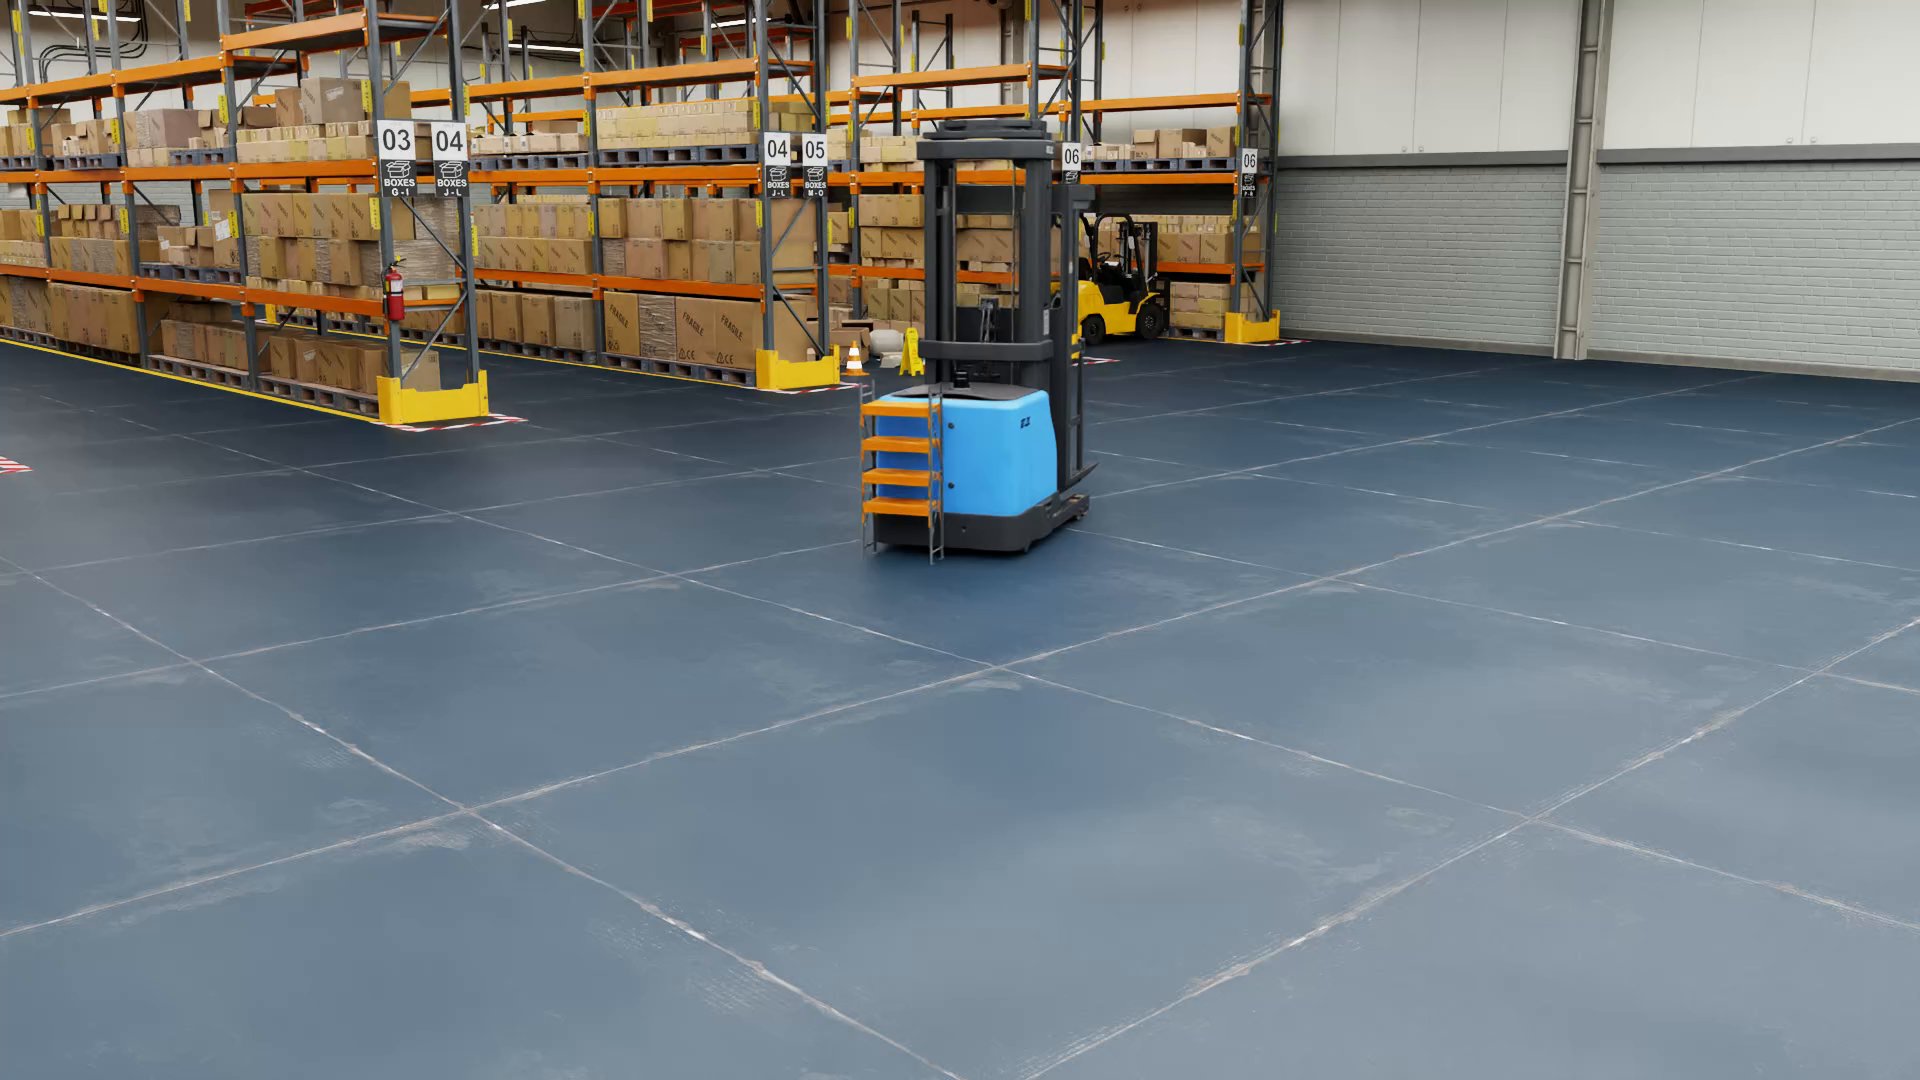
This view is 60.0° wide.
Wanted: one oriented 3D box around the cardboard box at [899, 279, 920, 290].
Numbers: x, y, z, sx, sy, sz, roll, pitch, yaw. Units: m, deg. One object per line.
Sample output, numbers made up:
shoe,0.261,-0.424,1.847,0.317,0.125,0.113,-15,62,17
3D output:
cardboard box,-0.759,-4.092,26.647,0.380,0.149,0.250,-10,15,-40

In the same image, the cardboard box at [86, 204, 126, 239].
cardboard box,-12.710,-4.818,25.128,0.797,0.503,0.637,-10,15,-41

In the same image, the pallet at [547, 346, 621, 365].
pallet,-5.468,-2.805,25.003,1.003,0.211,1.213,-11,16,-43

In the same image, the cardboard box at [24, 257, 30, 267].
cardboard box,-15.043,-4.548,27.176,0.380,0.149,0.250,-11,16,-42

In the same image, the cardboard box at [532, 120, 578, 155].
cardboard box,-6.240,-6.210,25.652,0.500,0.500,0.500,-11,16,-43

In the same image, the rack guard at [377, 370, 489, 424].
rack guard,-5.828,-1.595,18.415,1.175,0.500,0.348,-11,16,-43

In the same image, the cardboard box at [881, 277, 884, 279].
cardboard box,-1.431,-5.465,34.551,0.250,0.149,0.380,11,16,43

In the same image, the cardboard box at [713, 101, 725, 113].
cardboard box,-2.945,-5.552,21.351,0.380,0.149,0.250,-11,16,-42

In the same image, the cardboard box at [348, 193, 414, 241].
cardboard box,-6.334,-3.539,18.191,0.500,0.500,0.500,-11,16,-43

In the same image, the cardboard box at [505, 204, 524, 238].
cardboard box,-6.634,-4.976,25.905,0.700,0.500,0.500,-11,16,-43

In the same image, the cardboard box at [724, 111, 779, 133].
cardboard box,-2.659,-5.313,21.180,0.500,0.250,0.500,-11,16,-42

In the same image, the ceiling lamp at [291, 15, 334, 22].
ceiling lamp,-13.265,-12.376,35.213,2.000,3.185,0.800,-11,16,-43

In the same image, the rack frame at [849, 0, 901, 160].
rack frame,-1.371,-7.711,27.040,1.000,3.000,0.127,-11,16,-43

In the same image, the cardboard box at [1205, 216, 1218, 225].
cardboard box,4.387,-5.449,28.332,0.380,0.149,0.250,-11,16,-42

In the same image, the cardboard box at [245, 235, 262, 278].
cardboard box,-8.272,-3.513,20.542,0.875,0.500,0.500,-11,16,-43

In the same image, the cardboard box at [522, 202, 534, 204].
cardboard box,-8.809,-6.805,34.782,0.500,0.500,0.500,-11,16,-43

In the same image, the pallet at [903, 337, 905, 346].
pallet,-0.881,-3.314,27.475,1.003,0.211,1.213,-11,16,-43

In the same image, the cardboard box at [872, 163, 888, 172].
cardboard box,-1.194,-5.993,26.757,0.380,0.149,0.250,-11,16,-42

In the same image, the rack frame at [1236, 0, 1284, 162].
rack frame,4.979,-7.820,27.567,1.000,3.000,0.127,-11,16,-43

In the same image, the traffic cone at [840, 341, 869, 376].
traffic cone,-1.458,-2.518,22.985,0.336,0.463,0.334,-11,16,-43

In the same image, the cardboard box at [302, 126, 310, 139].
cardboard box,-7.242,-4.634,18.919,0.250,0.149,0.380,11,16,42

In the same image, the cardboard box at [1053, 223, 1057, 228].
cardboard box,1.820,-5.851,31.022,0.380,0.149,0.250,-10,15,-41

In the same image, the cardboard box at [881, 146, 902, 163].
cardboard box,-0.902,-6.138,26.472,0.500,0.250,0.500,-11,16,-43

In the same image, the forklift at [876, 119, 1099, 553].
forklift,0.364,-1.605,12.439,1.130,2.935,3.031,4,12,18

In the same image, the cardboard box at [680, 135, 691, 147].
cardboard box,-3.470,-5.272,21.969,0.380,0.149,0.250,-11,16,-42

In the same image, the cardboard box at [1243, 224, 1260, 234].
cardboard box,4.933,-5.334,28.512,0.250,0.149,0.380,11,16,44

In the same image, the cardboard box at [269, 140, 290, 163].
cardboard box,-7.708,-4.536,19.433,0.500,0.250,0.500,11,16,43

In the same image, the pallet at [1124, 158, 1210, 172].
pallet,3.663,-6.592,29.261,1.003,0.211,1.213,-11,16,-43

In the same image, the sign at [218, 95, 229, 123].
sign,-8.937,-5.230,20.170,0.100,0.325,0.005,-11,16,-43

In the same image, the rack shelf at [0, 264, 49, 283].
rack shelf,-15.444,-4.499,28.099,1.077,0.370,4.000,-11,16,-43

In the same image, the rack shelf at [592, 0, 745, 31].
rack shelf,-5.514,-9.863,31.028,1.077,0.370,4.000,-11,16,-43

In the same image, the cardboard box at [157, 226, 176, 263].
cardboard box,-10.899,-4.157,23.368,0.500,0.500,0.500,9,15,38

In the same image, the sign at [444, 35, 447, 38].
sign,-8.029,-8.010,25.978,0.100,0.325,0.005,-11,16,-43

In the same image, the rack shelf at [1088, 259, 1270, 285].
rack shelf,3.598,-4.821,29.662,1.077,0.370,4.000,-11,16,-43

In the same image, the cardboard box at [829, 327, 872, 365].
cardboard box,-1.652,-2.870,24.596,0.637,0.503,0.797,1,12,6

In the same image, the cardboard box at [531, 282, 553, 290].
cardboard box,-8.491,-5.260,35.320,0.875,0.438,0.875,-10,16,-41

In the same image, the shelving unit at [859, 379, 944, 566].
shelving unit,-0.389,-0.455,11.141,0.503,1.200,0.258,4,13,18

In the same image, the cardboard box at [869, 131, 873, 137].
cardboard box,-1.836,-6.832,28.297,0.500,0.250,0.500,-11,16,-44

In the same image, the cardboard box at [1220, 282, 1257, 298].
cardboard box,4.784,-4.327,28.775,0.500,0.250,0.500,-11,16,-43

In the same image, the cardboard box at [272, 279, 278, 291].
cardboard box,-8.072,-3.090,20.098,0.380,0.149,0.250,-11,16,-43

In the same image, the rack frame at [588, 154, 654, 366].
rack frame,-4.881,-4.069,24.226,1.000,3.000,0.127,-11,16,-43

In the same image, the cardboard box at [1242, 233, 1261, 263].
cardboard box,4.838,-5.042,28.701,0.500,0.500,0.500,-10,15,-41

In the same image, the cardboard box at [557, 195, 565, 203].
cardboard box,-7.994,-6.955,33.903,0.380,0.149,0.250,-11,16,-43

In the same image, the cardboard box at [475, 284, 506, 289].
cardboard box,-7.944,-4.135,27.846,0.500,0.250,0.500,11,16,43

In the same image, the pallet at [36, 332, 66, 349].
pallet,-14.531,-3.316,27.483,1.003,0.211,1.213,-11,16,-43

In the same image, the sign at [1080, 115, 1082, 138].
sign,1.784,-6.162,24.788,0.100,0.325,0.005,-11,16,-43

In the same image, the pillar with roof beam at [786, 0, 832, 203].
pillar with roof beam,-6.250,-9.199,34.258,9.100,9.000,0.548,-11,16,-43

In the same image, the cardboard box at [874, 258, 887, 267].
cardboard box,-1.173,-4.530,27.087,0.380,0.149,0.250,-10,15,-41

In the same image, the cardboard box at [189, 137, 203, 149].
cardboard box,-9.905,-5.212,21.882,0.250,0.166,0.380,11,16,44

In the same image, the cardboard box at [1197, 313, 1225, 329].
cardboard box,4.426,-3.765,28.526,0.500,0.250,0.500,-11,16,-42

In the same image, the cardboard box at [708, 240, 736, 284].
cardboard box,-2.803,-3.683,21.984,0.875,0.550,0.550,-11,16,-43

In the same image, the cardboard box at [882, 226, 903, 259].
cardboard box,-0.905,-4.795,26.766,0.500,0.500,0.500,-11,16,-43

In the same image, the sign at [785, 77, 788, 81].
sign,-3.713,-9.995,35.611,0.100,0.325,0.005,-11,16,-43

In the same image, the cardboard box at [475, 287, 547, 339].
cardboard box,-7.288,-3.655,26.752,1.050,0.750,0.750,-11,16,-43

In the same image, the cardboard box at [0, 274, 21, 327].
cardboard box,-16.325,-4.226,29.216,0.875,0.875,0.875,-11,16,-43
